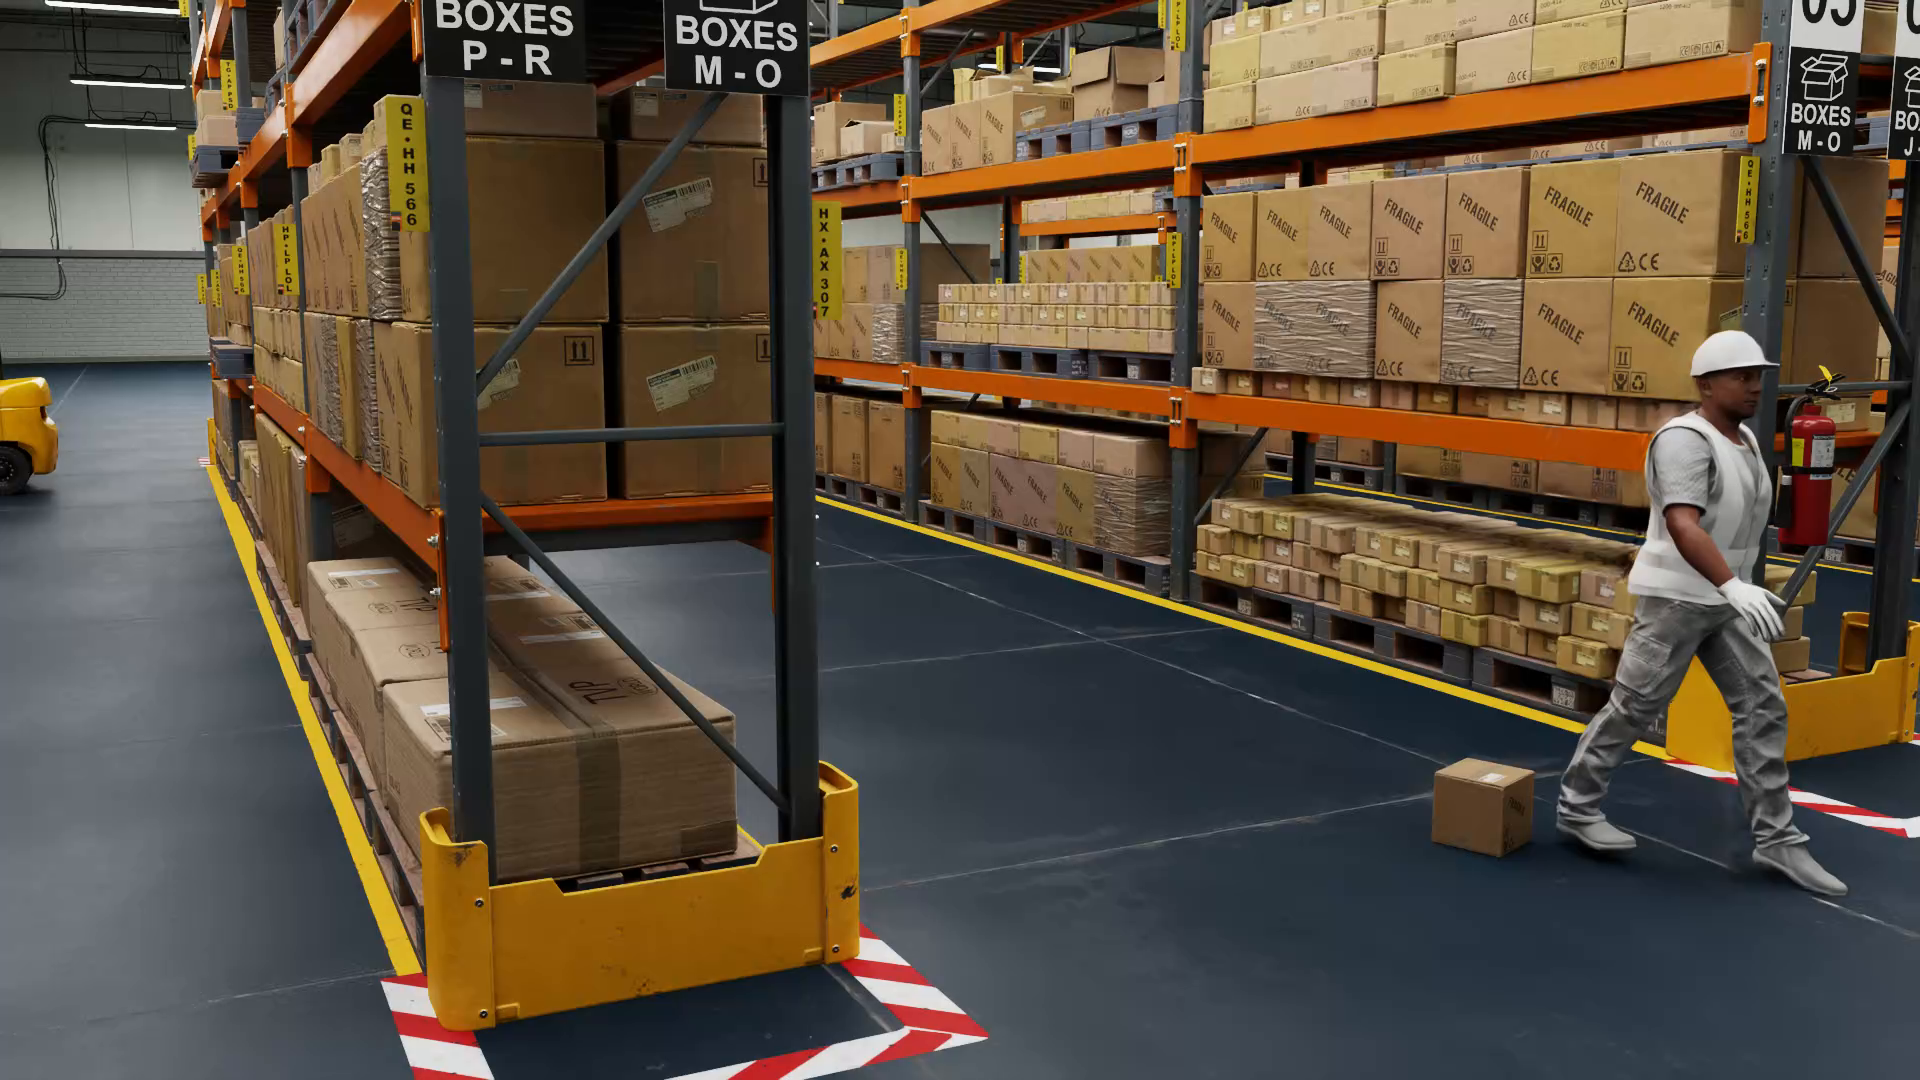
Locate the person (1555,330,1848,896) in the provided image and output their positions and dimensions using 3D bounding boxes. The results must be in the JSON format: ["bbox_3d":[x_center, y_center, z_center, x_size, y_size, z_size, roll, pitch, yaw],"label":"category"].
[{"bbox_3d":[2.495,0.213,5.440,0.763,1.782,0.887,-8,11,-42],"label":"person"}]
